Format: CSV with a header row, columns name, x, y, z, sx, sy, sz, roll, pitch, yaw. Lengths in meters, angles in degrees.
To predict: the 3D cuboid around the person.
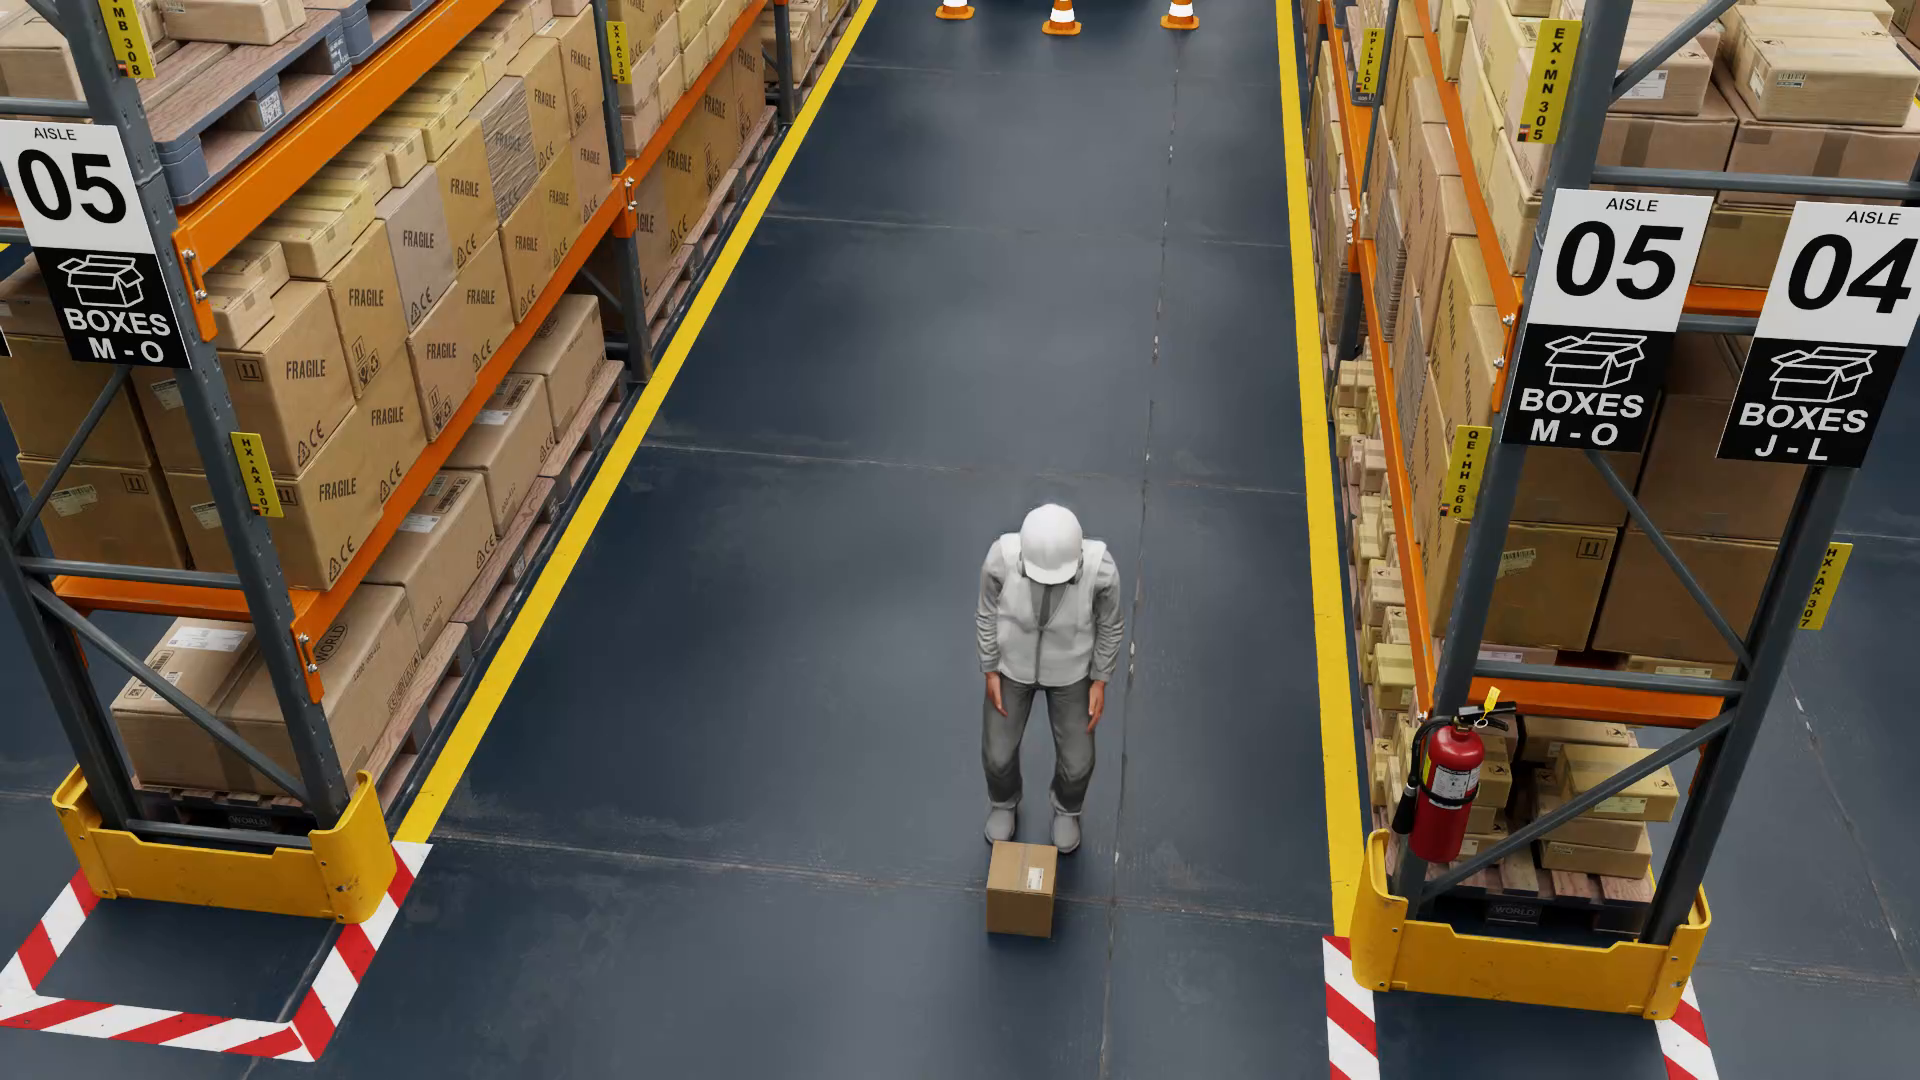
name,x,y,z,sx,sy,sz,roll,pitch,yaw
person,0.337,0.508,6.392,0.567,1.695,0.516,5,36,7
